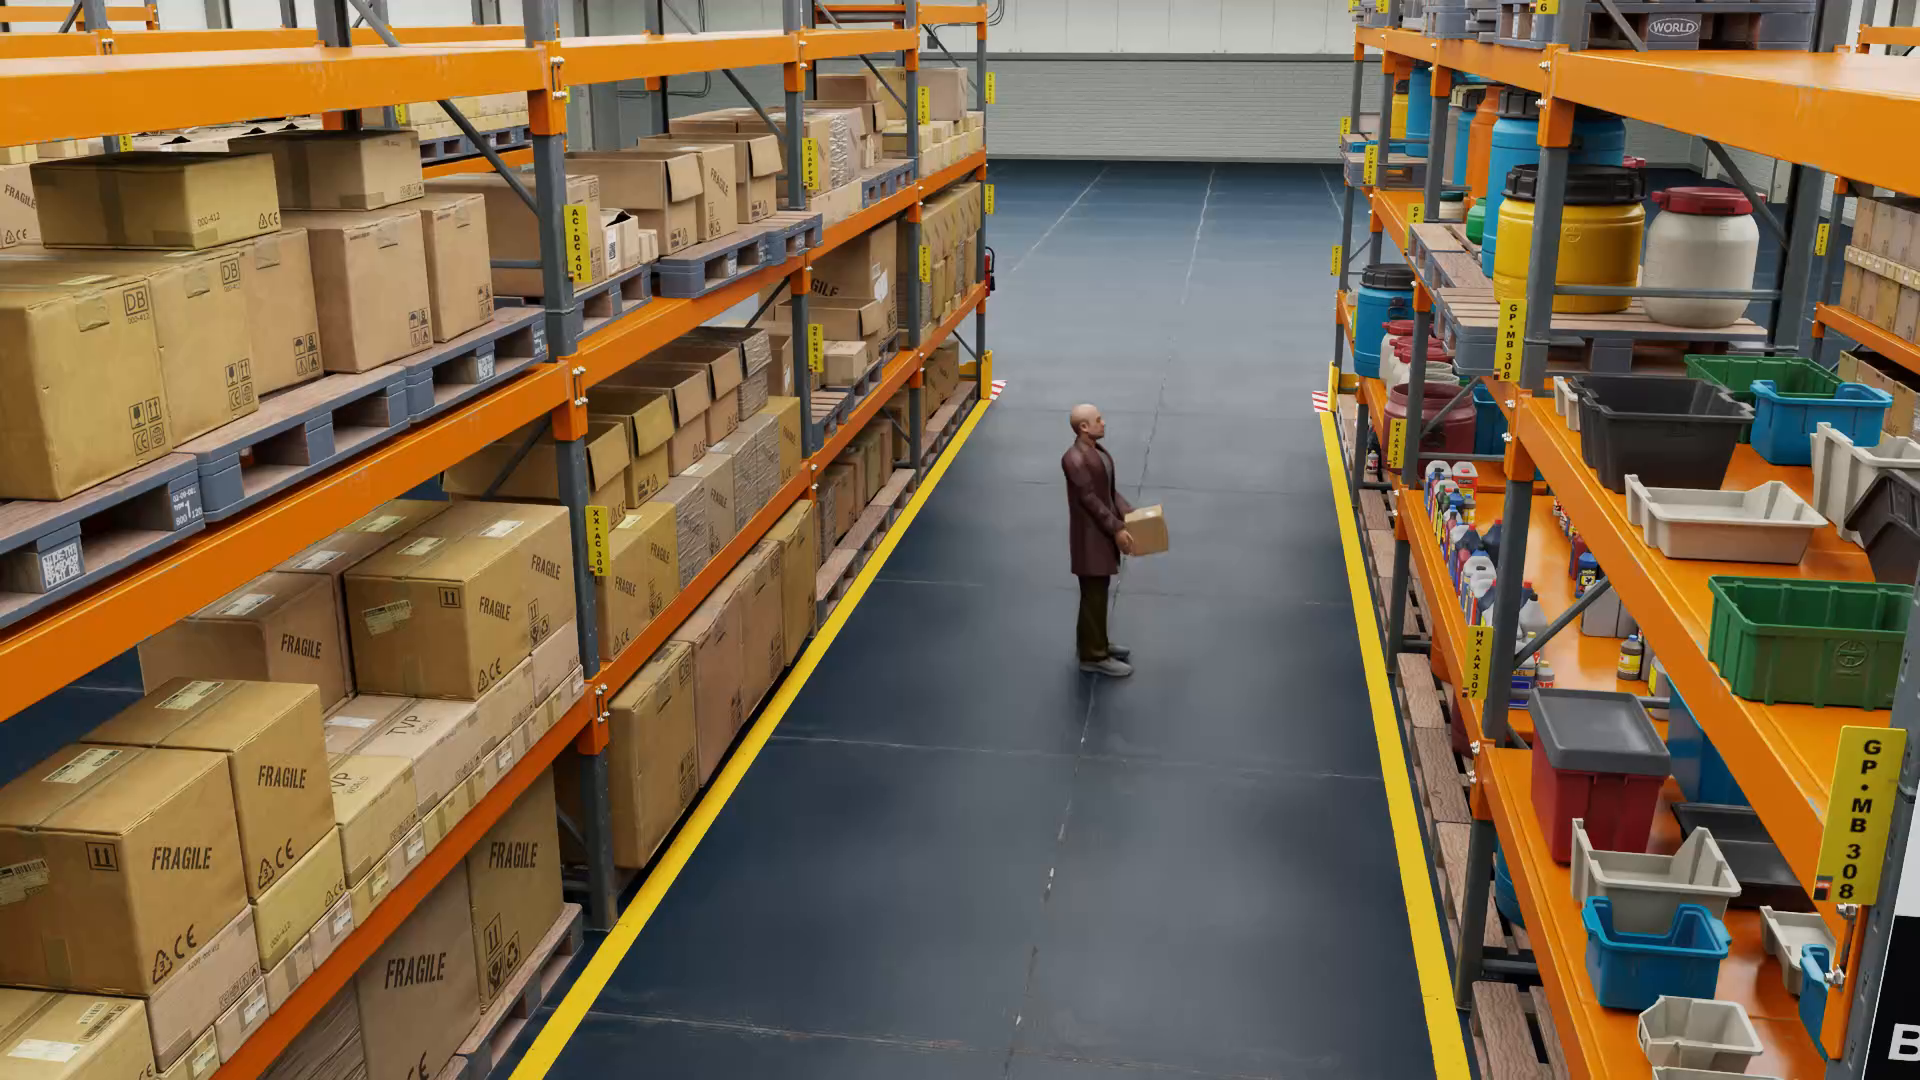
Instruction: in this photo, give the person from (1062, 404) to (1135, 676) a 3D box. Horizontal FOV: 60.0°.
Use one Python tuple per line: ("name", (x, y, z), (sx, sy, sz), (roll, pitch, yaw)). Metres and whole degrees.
("person", (0.977, -0.021, 11.129), (0.540, 1.779, 0.562), (6, 19, 19))
